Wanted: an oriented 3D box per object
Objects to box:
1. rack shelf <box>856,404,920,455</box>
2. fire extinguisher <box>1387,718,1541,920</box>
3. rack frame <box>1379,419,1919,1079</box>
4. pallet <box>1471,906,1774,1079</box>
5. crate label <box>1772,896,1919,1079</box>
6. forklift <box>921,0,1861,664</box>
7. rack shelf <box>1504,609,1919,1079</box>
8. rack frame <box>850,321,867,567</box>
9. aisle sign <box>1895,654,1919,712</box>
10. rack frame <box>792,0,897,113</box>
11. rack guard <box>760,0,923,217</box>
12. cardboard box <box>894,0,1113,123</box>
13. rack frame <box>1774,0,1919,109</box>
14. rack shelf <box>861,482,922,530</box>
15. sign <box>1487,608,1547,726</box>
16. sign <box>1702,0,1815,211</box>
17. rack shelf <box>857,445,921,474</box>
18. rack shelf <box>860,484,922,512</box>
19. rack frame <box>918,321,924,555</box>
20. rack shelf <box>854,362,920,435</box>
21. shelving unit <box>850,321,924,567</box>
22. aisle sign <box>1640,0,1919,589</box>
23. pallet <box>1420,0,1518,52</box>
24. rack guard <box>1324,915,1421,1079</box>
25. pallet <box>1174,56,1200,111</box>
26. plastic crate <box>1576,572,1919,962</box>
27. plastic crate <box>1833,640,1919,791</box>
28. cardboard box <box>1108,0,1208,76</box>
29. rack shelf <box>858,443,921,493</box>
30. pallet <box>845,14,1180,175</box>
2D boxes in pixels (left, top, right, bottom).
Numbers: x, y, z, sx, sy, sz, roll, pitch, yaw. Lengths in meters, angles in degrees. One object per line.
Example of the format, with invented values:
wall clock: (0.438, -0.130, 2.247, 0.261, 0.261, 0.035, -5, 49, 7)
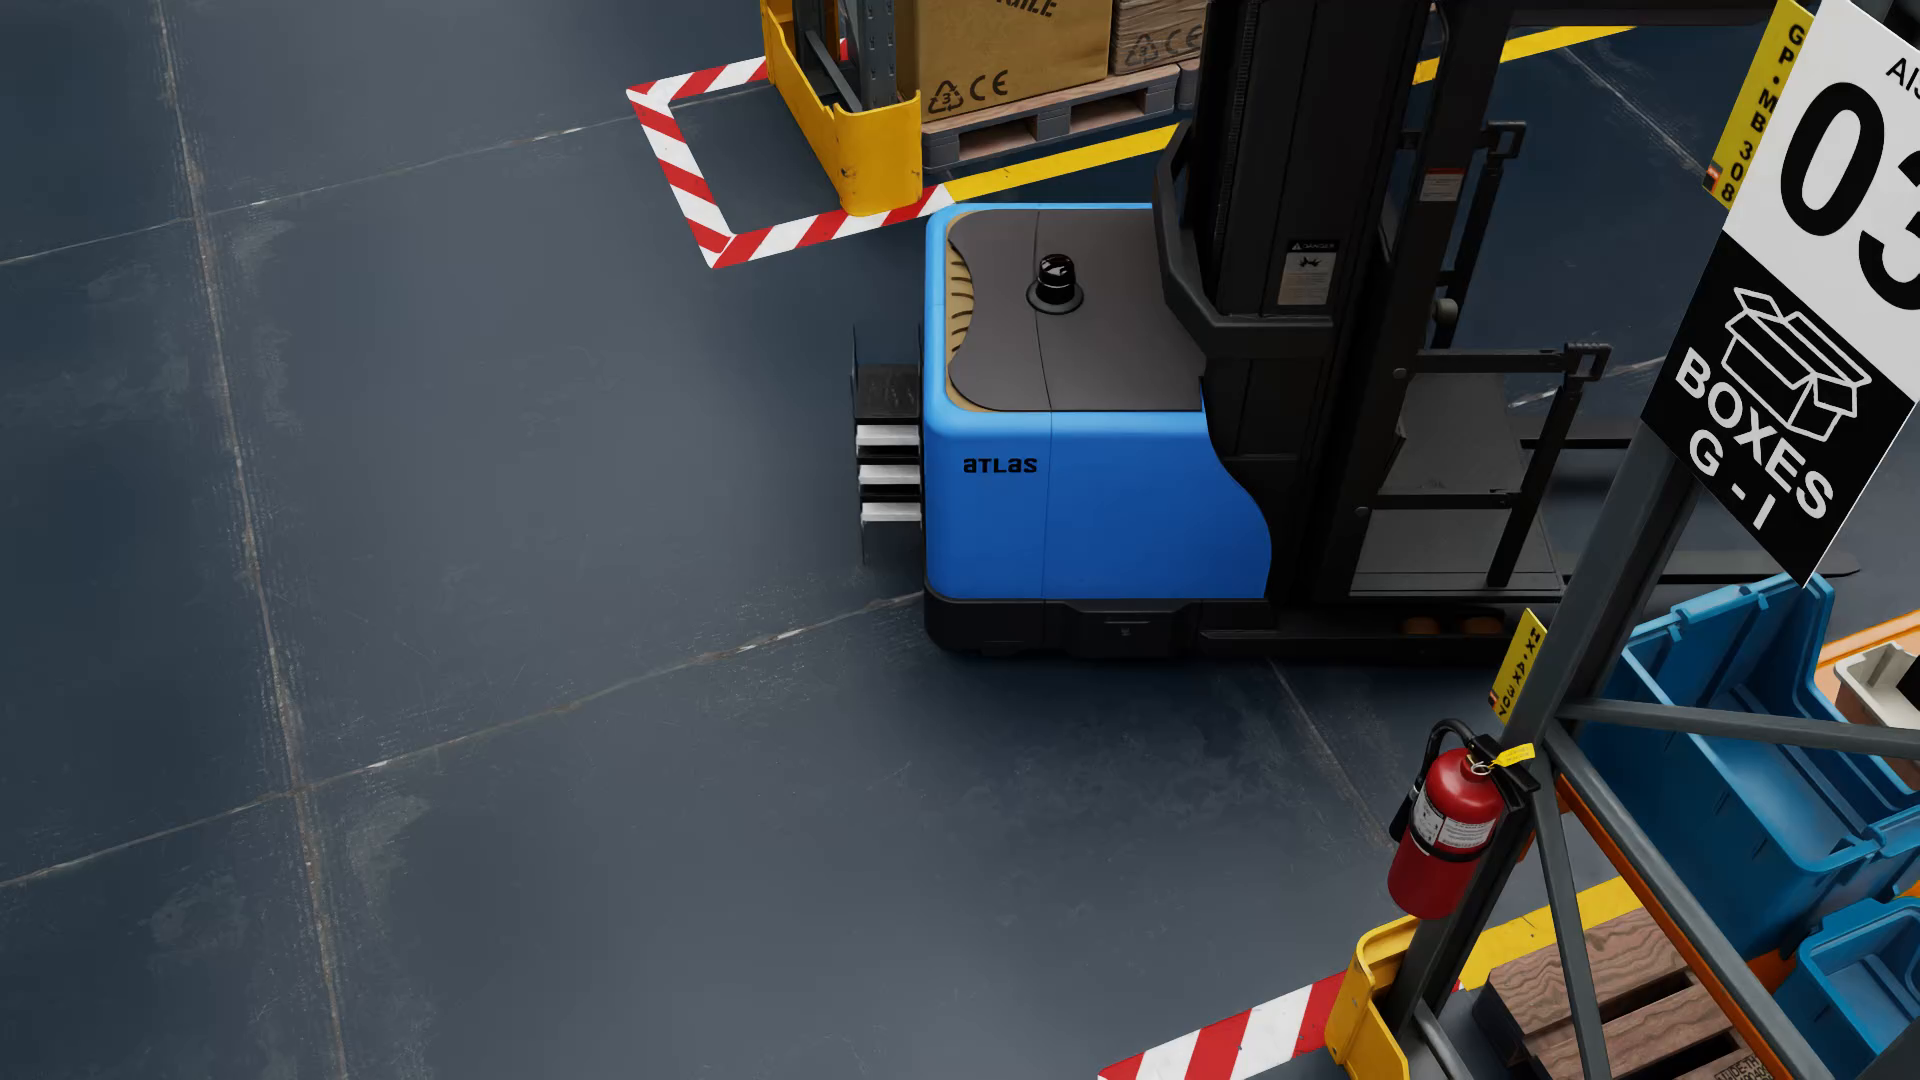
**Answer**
rack shelf: (-0.226, -0.388, 5.297, 0.200, 0.077, 0.258, 0, 49, 0)
fire extinguisher: (1.067, 0.581, 3.570, 0.183, 0.674, 0.296, -17, 52, -14)
rack frame: (1.379, 0.710, 3.163, 0.127, 3.000, 1.000, -17, 52, -14)
pallet: (2.157, 1.410, 4.400, 1.213, 0.211, 1.003, -17, 52, -14)
crate label: (1.732, 0.906, 3.066, 0.303, 0.233, 0.416, -17, 52, -14)
forklift: (1.397, -0.960, 4.642, 3.031, 2.935, 1.130, 0, 49, 0)
rack shelf: (3.230, 0.371, 3.928, 4.000, 0.370, 1.077, -17, 52, -14)
rack frame: (-0.328, -0.292, 5.408, 0.006, 0.900, 0.240, 0, 49, 0)
aisle sign: (1.424, 0.093, 1.980, 0.004, 0.787, 0.394, -17, 52, -14)
rack frame: (-0.494, -2.768, 6.150, 0.127, 3.000, 1.000, -17, 52, -14)
rack guard: (-0.516, -1.947, 7.092, 0.348, 0.500, 1.175, -17, 52, -14)
cardboard box: (0.068, -2.453, 7.003, 0.875, 0.875, 0.875, -17, 52, -14)
rack frame: (1.379, -1.244, 0.887, 0.127, 3.000, 1.000, -17, 52, -14)
rack shelf: (-0.226, -0.154, 5.570, 0.200, 0.077, 0.258, 0, 49, 0)
sign: (1.156, 0.276, 3.429, 0.005, 0.325, 0.100, -17, 52, -14)
sign: (1.156, -0.614, 2.392, 0.005, 0.325, 0.100, -17, 52, -14)
rack shelf: (-0.226, -0.330, 5.365, 0.200, 0.077, 0.258, 0, 49, 0)
rack shelf: (-0.226, -0.212, 5.502, 0.200, 0.077, 0.258, 0, 49, 0)
rack frame: (-0.124, -0.293, 5.408, 0.006, 0.900, 0.240, 0, 49, 0)
rack shelf: (-0.226, -0.447, 5.229, 0.200, 0.077, 0.258, 0, 49, 0)
shelving unit: (-0.226, -0.293, 5.408, 0.210, 0.900, 0.258, 0, 49, 0)
aisle sign: (1.201, -0.322, 2.335, 0.004, 0.787, 0.394, -17, 52, -14)
pallet: (2.475, -2.844, 8.053, 1.213, 0.211, 1.003, -17, 52, -14)
rack guard: (1.361, 1.541, 4.097, 0.348, 0.500, 1.175, -17, 52, -14)
pallet: (1.344, -2.491, 7.750, 1.213, 0.211, 1.003, -17, 52, -14)
plastic crate: (1.618, 0.452, 3.322, 0.499, 0.435, 0.616, -17, 52, -14)
plastic crate: (2.065, 0.416, 3.550, 0.243, 0.136, 0.396, -17, 52, -14)
cardboard box: (0.910, -2.714, 7.227, 0.875, 0.875, 0.875, -17, 52, -14)
rack shelf: (-0.226, -0.271, 5.433, 0.200, 0.077, 0.258, 0, 49, 0)
pallet: (0.216, -2.144, 7.452, 1.213, 0.211, 1.003, -17, 52, -14)
